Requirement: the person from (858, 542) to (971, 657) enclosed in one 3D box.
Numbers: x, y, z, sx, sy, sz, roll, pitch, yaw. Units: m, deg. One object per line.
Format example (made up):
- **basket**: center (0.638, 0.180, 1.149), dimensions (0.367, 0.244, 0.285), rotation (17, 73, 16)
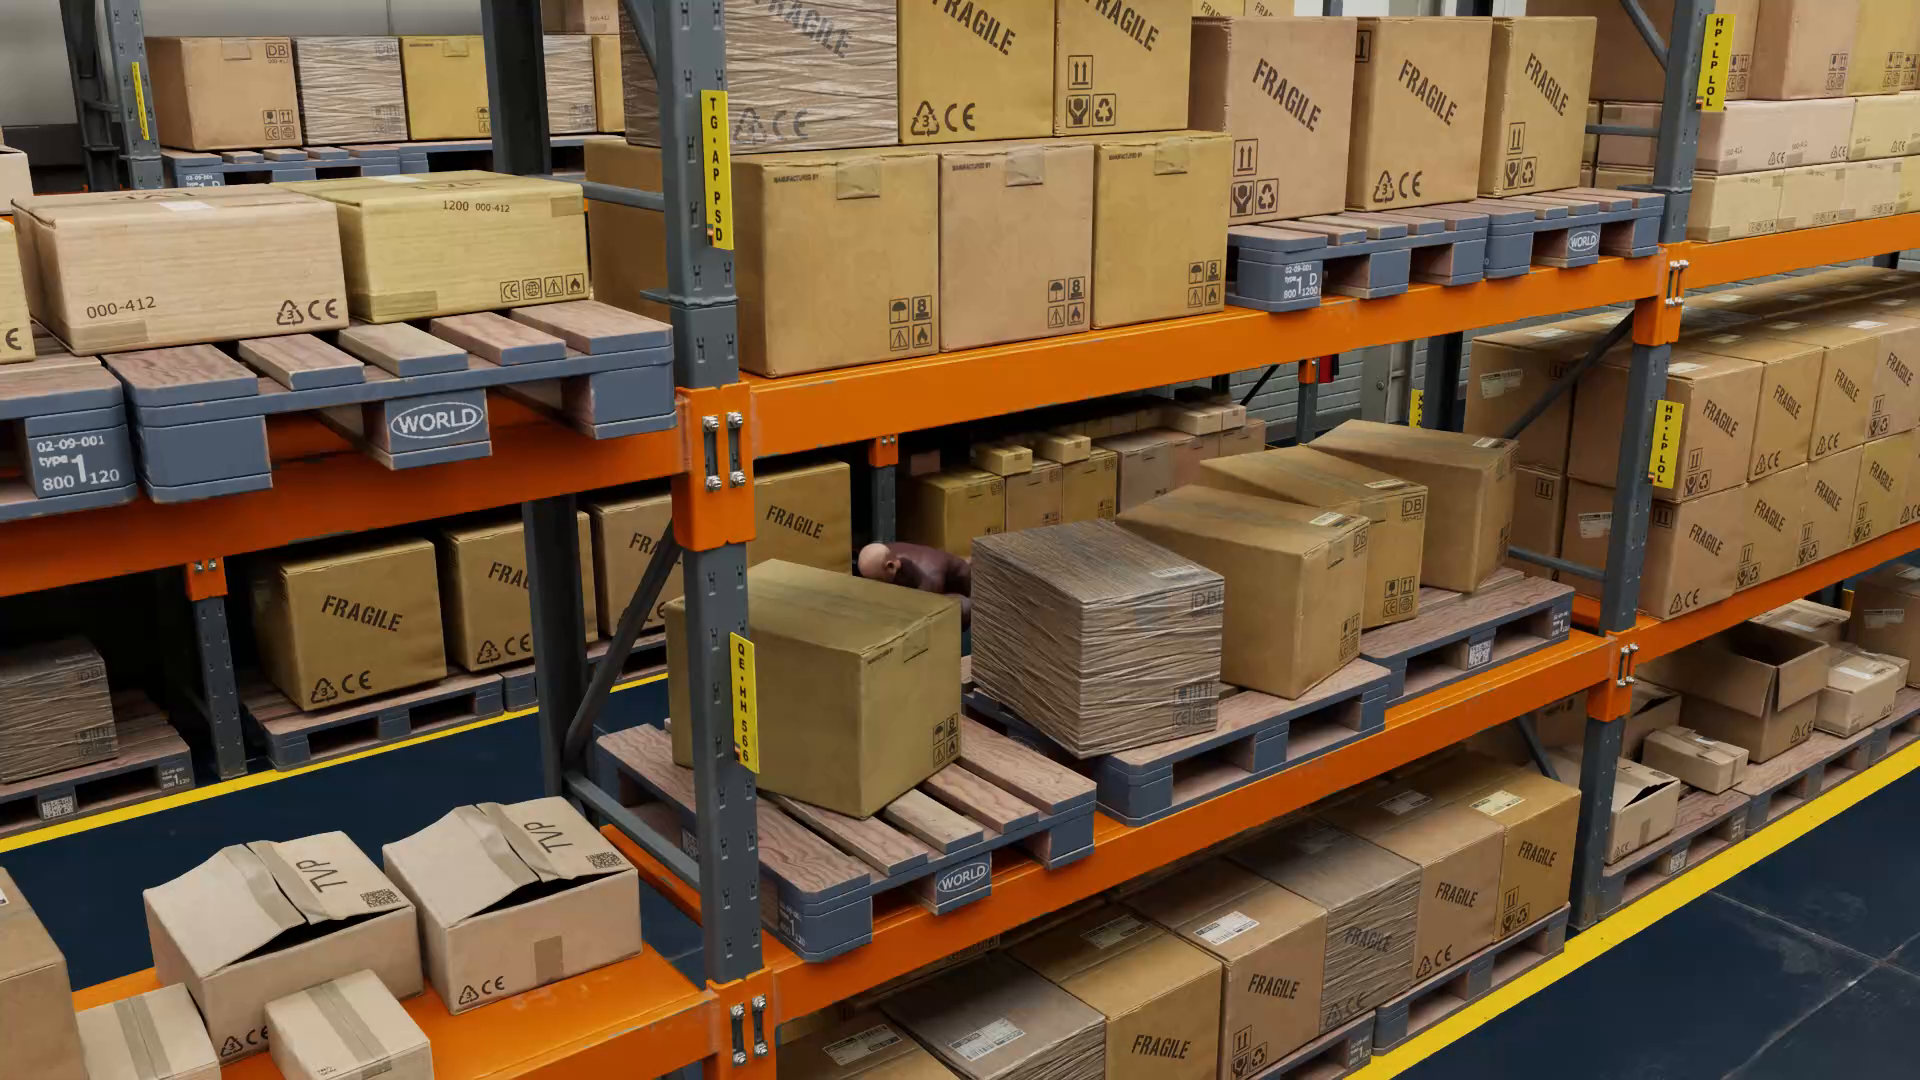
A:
- **person**: center (-0.227, 0.388, 9.326), dimensions (0.872, 0.890, 0.590), rotation (-13, 22, -36)
